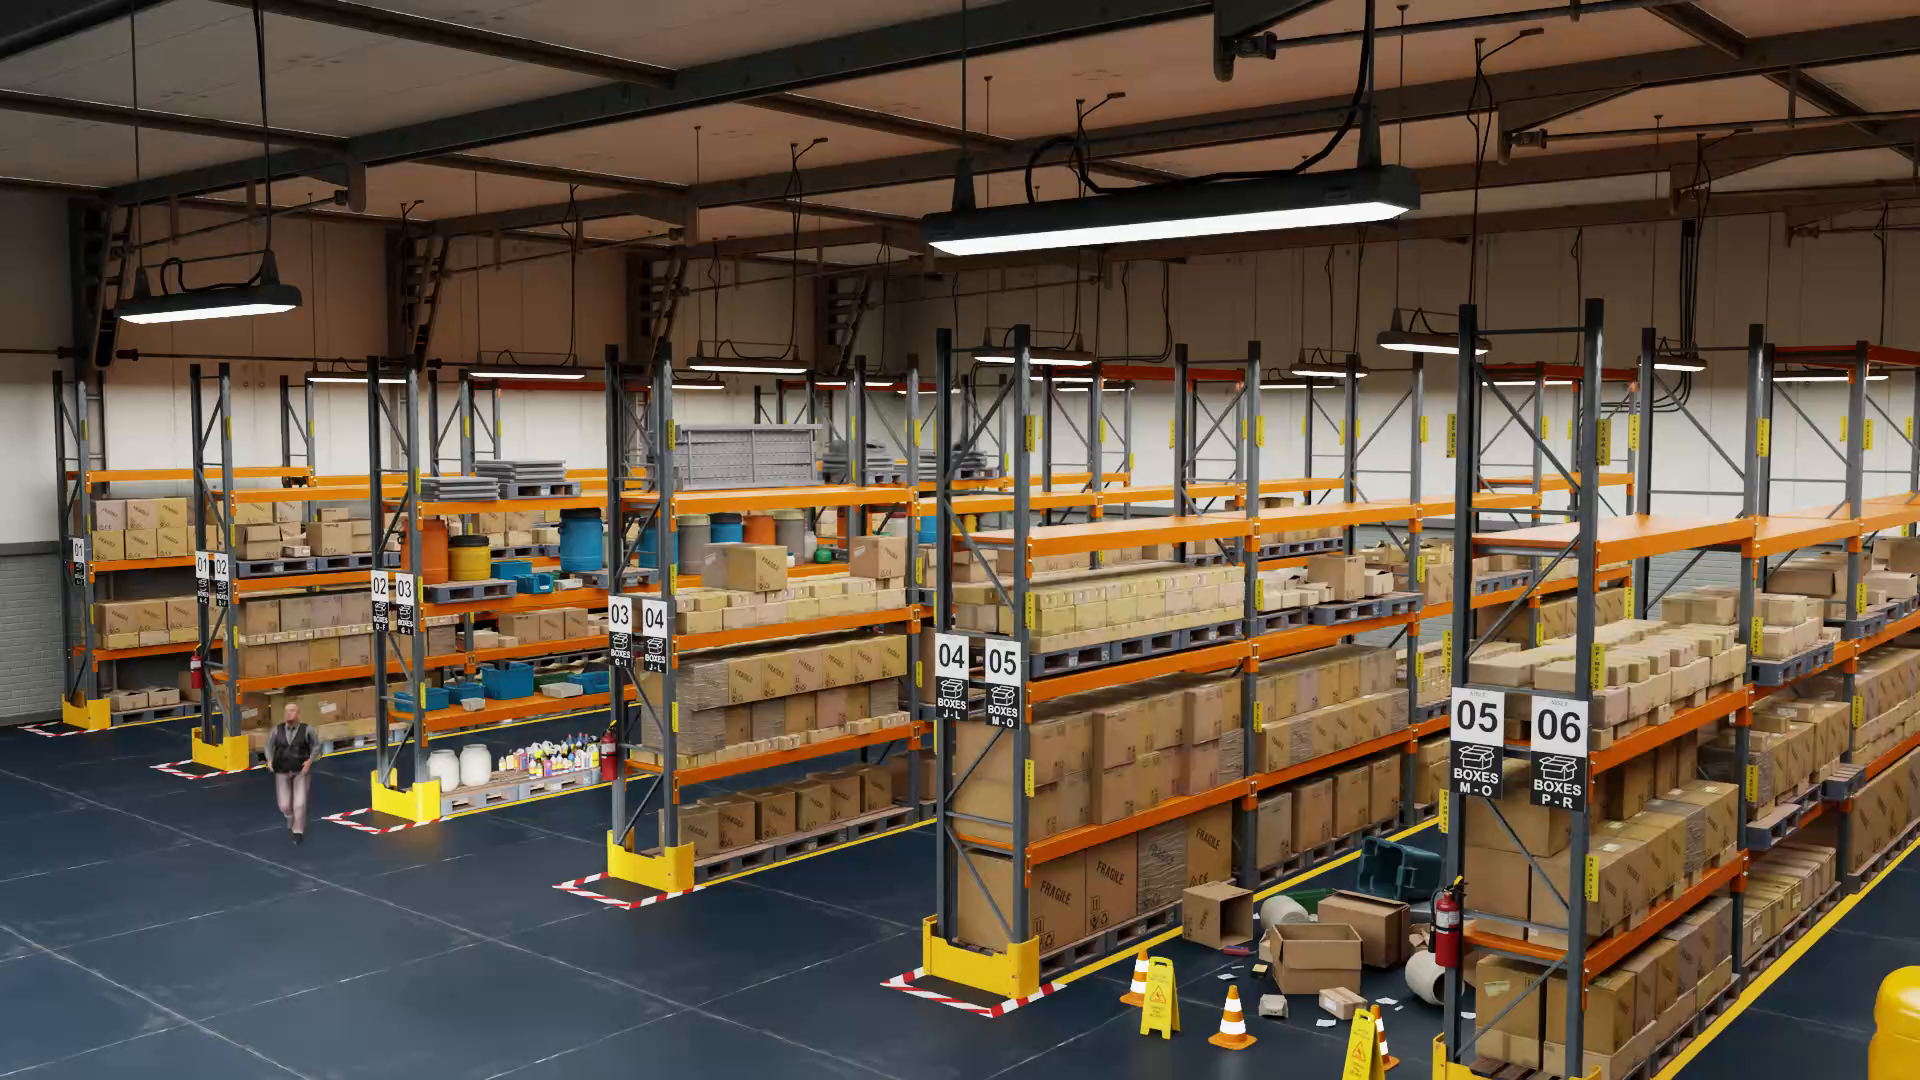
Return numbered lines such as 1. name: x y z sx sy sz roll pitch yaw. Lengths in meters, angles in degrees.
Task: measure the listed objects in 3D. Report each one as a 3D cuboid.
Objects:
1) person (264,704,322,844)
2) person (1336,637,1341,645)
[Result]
1. person: -8.219 2.860 20.483 0.674 1.695 0.572 -1 4 -13
2. person: 6.261 2.358 27.404 0.553 1.626 0.688 3 5 35
